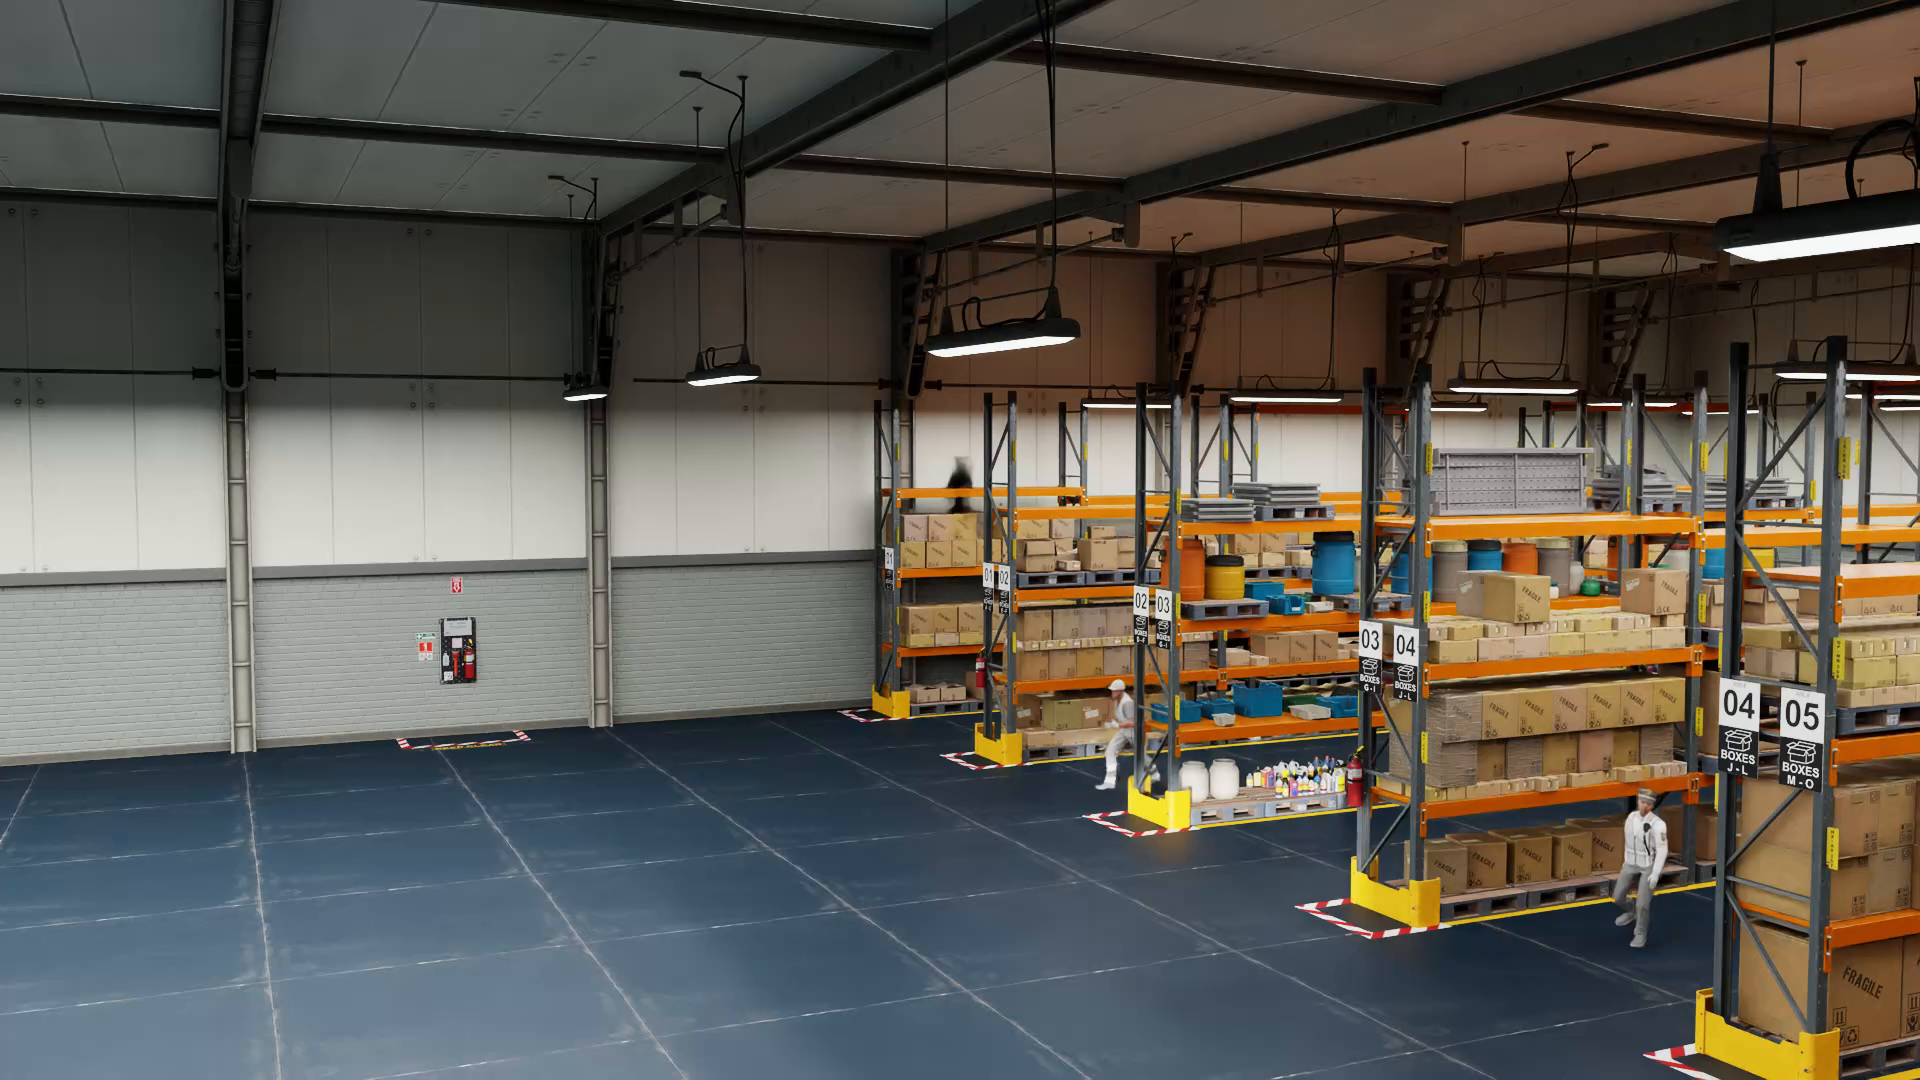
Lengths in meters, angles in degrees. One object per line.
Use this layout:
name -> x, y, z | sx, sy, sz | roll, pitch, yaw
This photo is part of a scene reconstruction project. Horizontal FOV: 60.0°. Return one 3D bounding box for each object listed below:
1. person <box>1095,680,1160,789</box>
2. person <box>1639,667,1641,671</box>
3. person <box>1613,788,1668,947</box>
person -> 2.552, 2.856, 24.545 | 1.072, 1.641, 0.668 | -2, 4, -26
person -> 11.886, 2.738, 28.592 | 1.031, 1.495, 0.632 | -1, 3, -10
person -> 7.015, 3.342, 17.130 | 0.530, 1.652, 0.708 | -2, 4, -32
